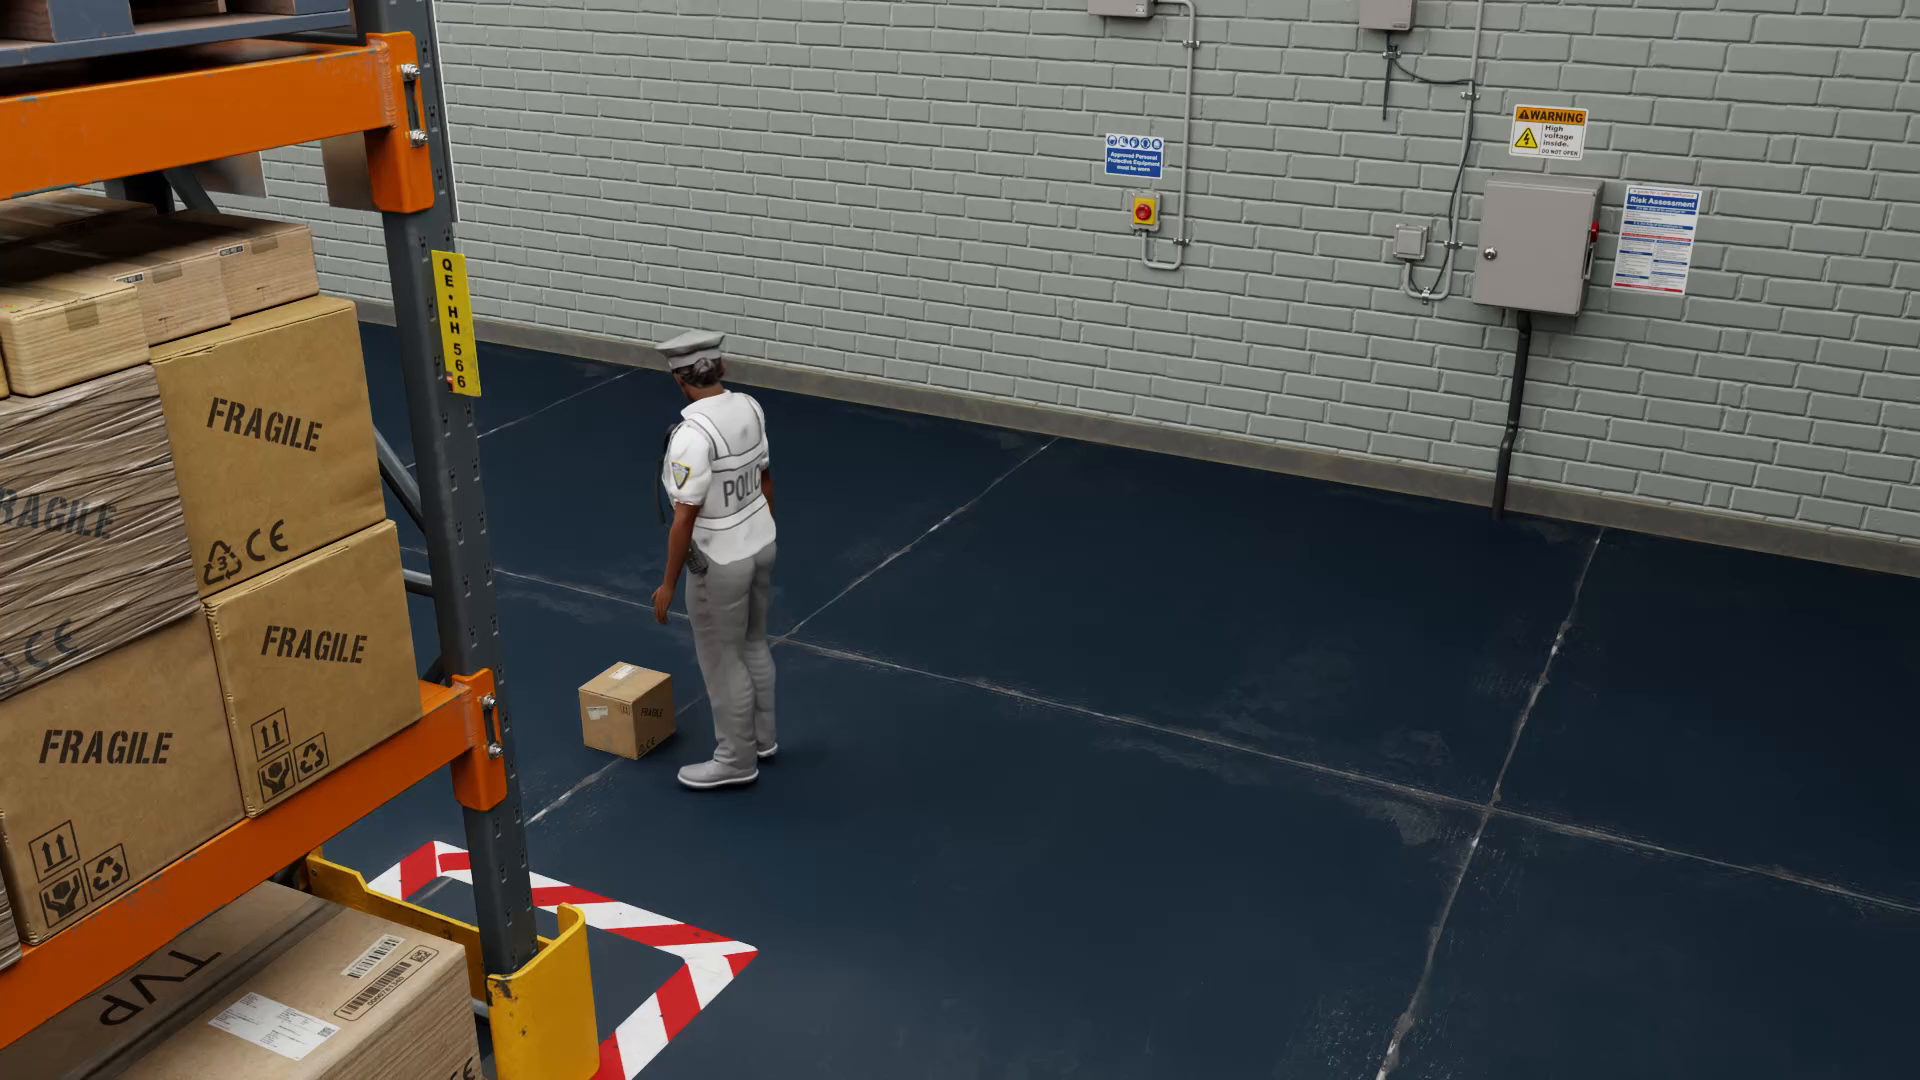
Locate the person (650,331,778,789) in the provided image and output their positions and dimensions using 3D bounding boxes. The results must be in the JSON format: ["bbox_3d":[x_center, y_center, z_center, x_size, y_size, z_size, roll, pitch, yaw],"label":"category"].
[{"bbox_3d":[-0.866,0.090,5.863,0.397,1.672,0.537,9,24,20],"label":"person"}]
